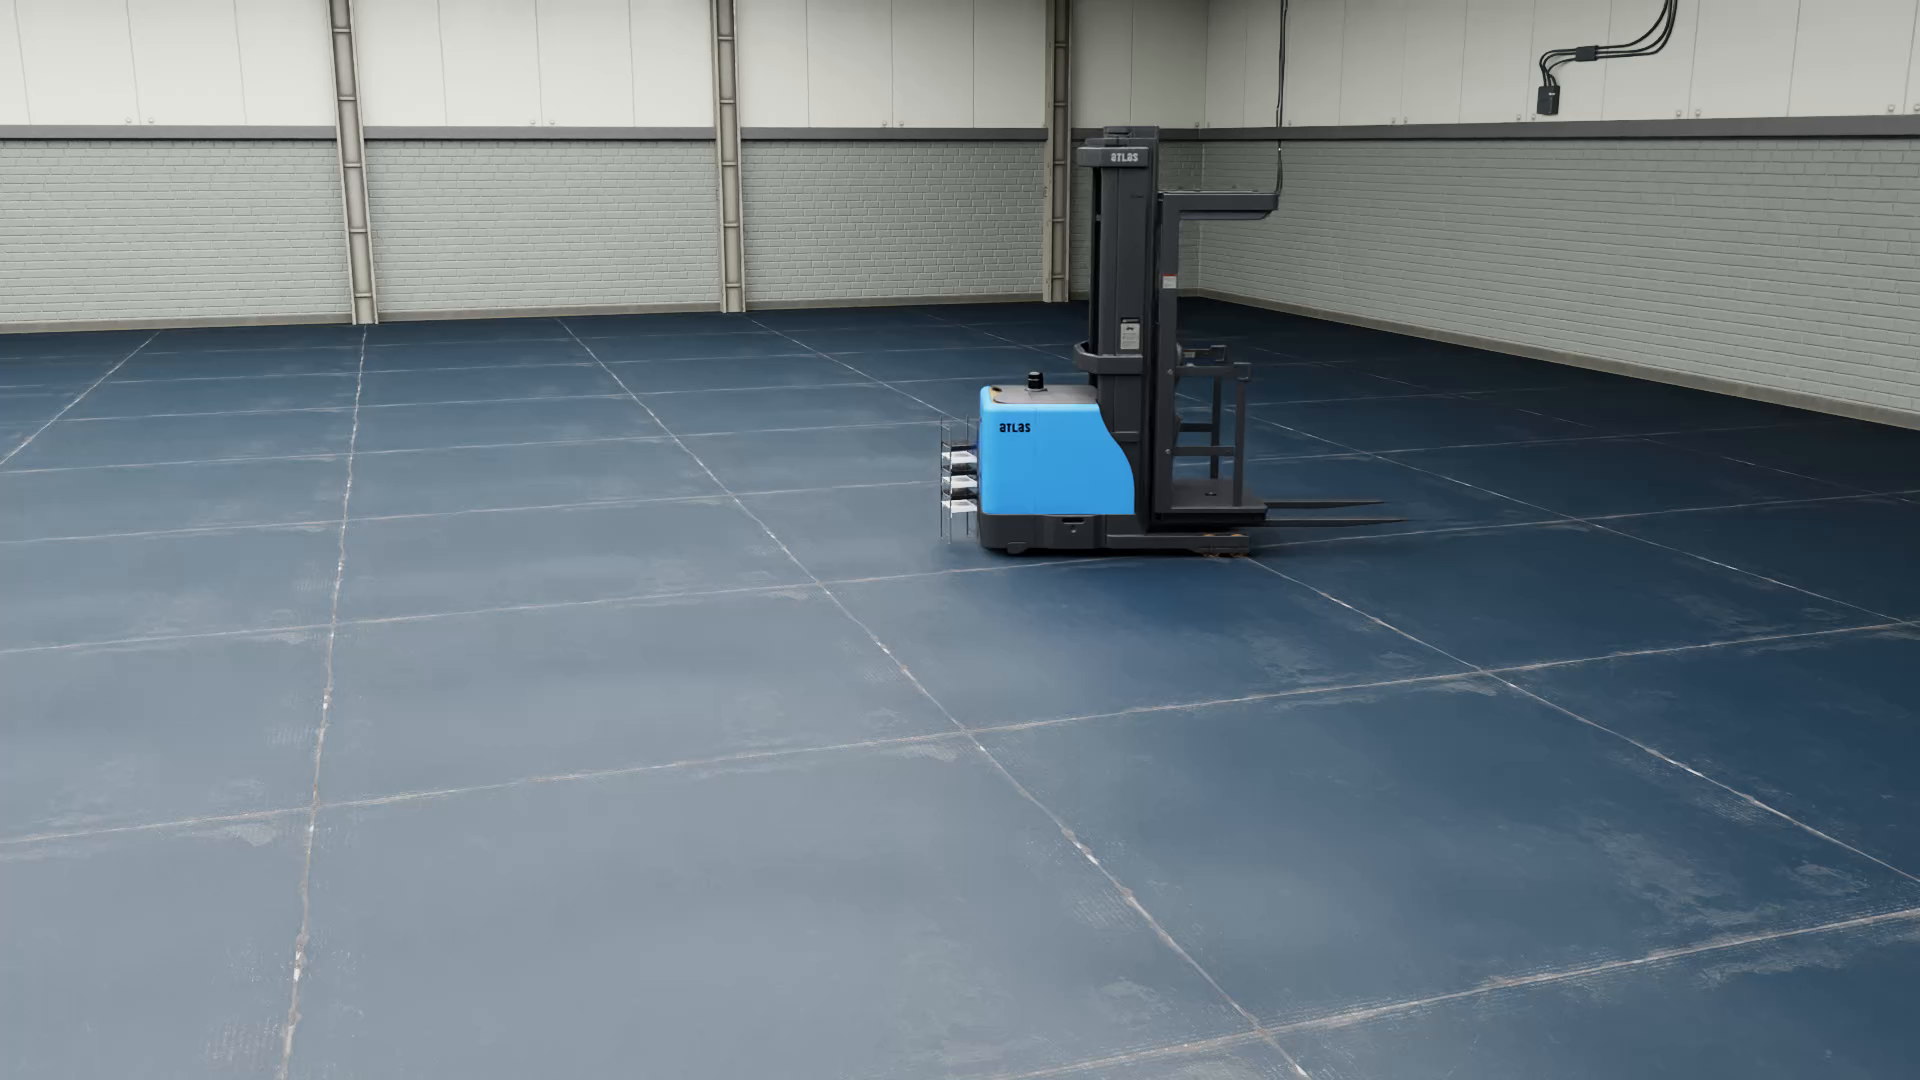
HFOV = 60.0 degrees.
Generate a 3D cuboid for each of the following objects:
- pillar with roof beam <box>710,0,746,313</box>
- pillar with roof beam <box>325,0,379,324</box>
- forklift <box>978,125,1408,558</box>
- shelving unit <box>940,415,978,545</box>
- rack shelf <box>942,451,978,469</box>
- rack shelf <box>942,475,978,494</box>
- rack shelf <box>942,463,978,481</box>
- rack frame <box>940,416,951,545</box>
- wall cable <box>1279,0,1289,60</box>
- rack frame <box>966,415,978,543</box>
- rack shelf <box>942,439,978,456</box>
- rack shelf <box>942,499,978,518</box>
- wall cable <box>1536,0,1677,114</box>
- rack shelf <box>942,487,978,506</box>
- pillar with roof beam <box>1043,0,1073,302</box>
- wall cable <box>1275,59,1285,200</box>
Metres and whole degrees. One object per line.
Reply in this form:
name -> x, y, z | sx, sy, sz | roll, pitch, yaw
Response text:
pillar with roof beam -> -2.556, -7.388, 23.757 | 0.400, 9.000, 9.100 | -4, 14, -18
pillar with roof beam -> -8.243, -6.945, 21.895 | 0.400, 9.000, 9.100 | -4, 14, -18
forklift -> 1.656, -1.424, 11.795 | 3.031, 2.935, 1.130 | 0, 13, -1
shelving unit -> -0.008, -0.437, 12.036 | 0.210, 0.900, 0.258 | -4, 14, -18
rack shelf -> -0.008, -0.580, 12.002 | 0.200, 0.077, 0.258 | -4, 14, -18
rack shelf -> -0.008, -0.405, 12.044 | 0.200, 0.077, 0.258 | -4, 14, -18
rack shelf -> -0.008, -0.492, 12.023 | 0.200, 0.077, 0.258 | -4, 14, -18
rack frame -> -0.104, -0.430, 12.005 | 0.006, 0.900, 0.240 | -4, 14, -18
wall cable -> 5.834, -9.056, 26.563 | 0.112, 2.526, 3.097 | -4, 14, -18
rack frame -> 0.089, -0.445, 12.068 | 0.006, 0.900, 0.240 | -4, 14, -18
rack shelf -> -0.008, -0.667, 11.981 | 0.200, 0.077, 0.258 | -4, 14, -18
rack shelf -> -0.008, -0.230, 12.086 | 0.200, 0.077, 0.258 | -4, 14, -18
wall cable -> 7.984, -8.274, 20.131 | 0.169, 6.003, 2.305 | -4, 14, -18
rack shelf -> -0.008, -0.317, 12.065 | 0.200, 0.077, 0.258 | -4, 14, -18
pillar with roof beam -> 3.131, -7.831, 25.619 | 0.400, 9.000, 9.100 | -4, 14, -18
wall cable -> 4.971, -7.192, 29.642 | 0.112, 2.526, 3.097 | -4, 14, -18
